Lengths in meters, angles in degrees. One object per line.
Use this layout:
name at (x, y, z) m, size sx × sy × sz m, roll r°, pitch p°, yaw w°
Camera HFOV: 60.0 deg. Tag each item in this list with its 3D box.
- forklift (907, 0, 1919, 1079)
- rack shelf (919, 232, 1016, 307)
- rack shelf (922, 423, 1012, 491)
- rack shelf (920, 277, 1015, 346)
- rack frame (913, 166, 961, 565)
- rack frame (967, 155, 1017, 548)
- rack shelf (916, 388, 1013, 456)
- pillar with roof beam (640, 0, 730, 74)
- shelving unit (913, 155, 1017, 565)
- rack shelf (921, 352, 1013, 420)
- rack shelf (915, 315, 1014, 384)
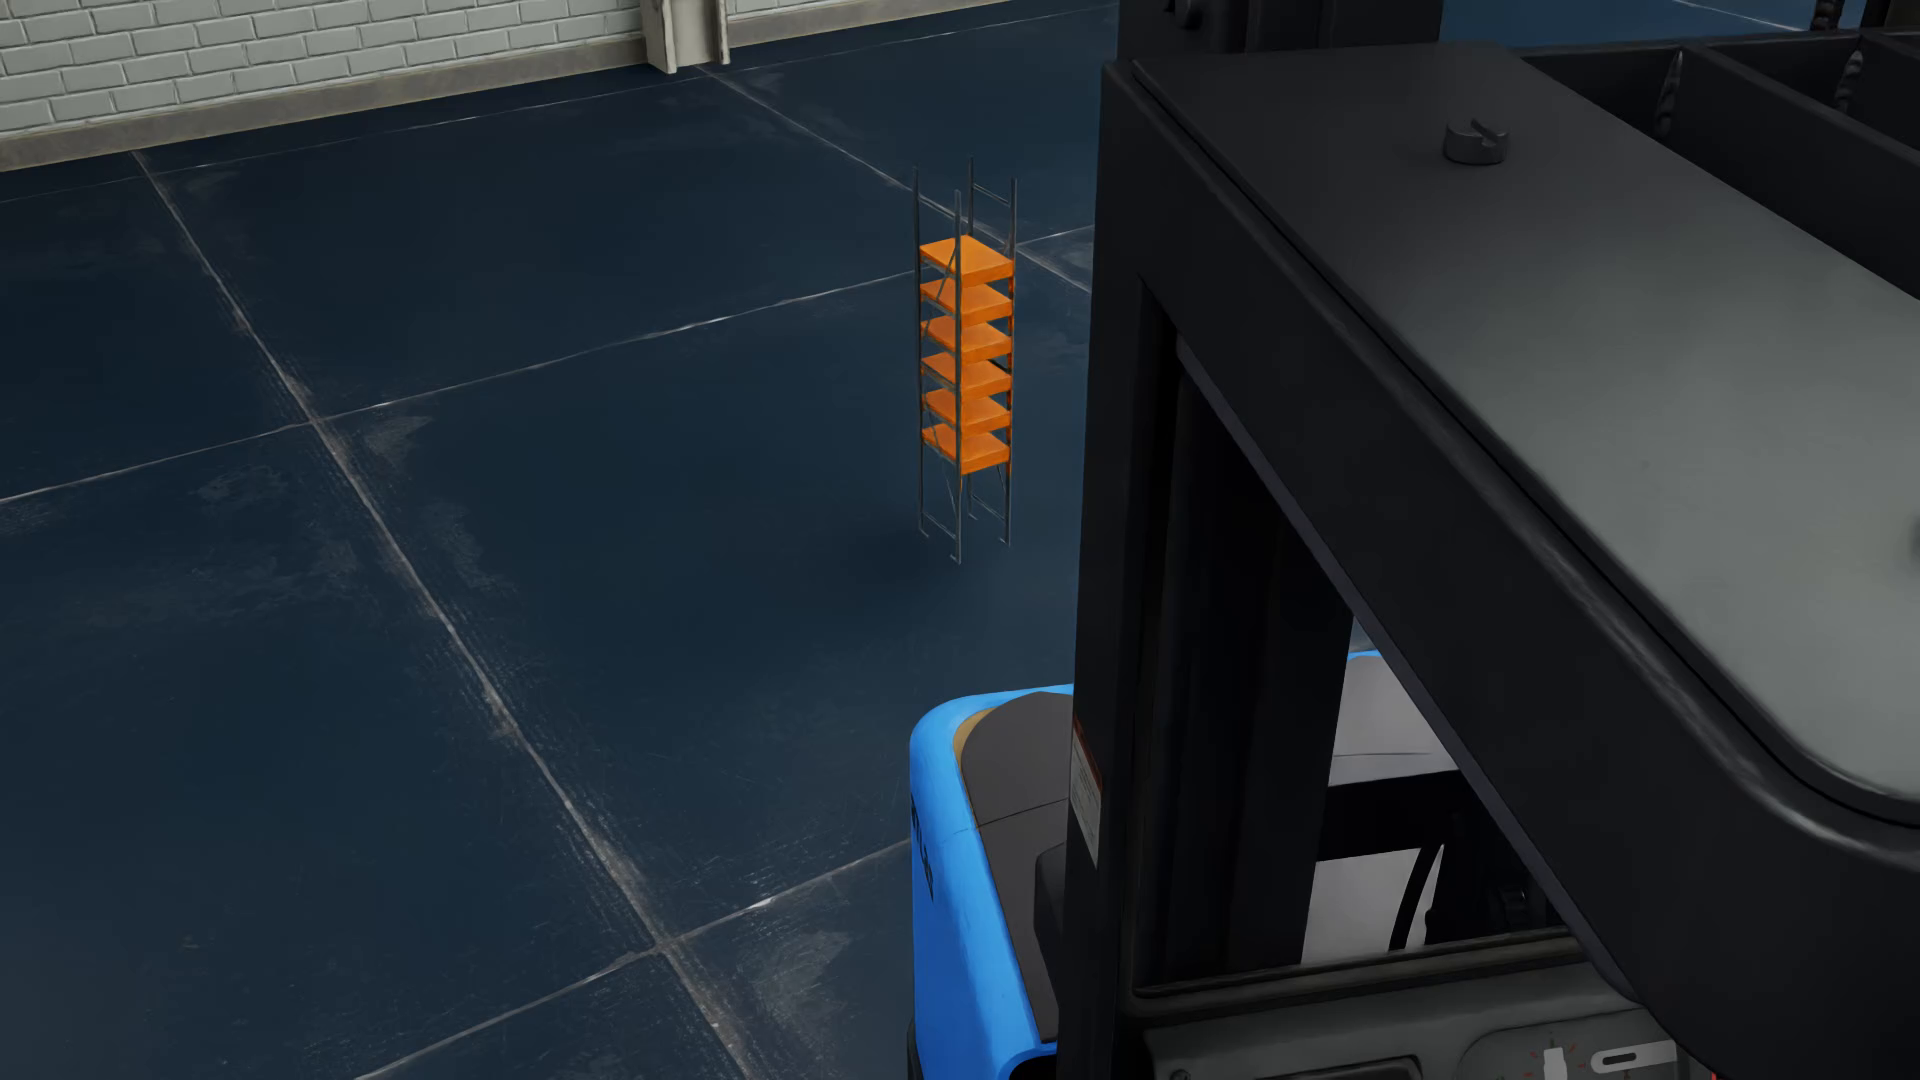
forklift at (0.681, 0.663, 1.452) m, size 1.130 × 2.935 × 3.031 m, roll -6°, pitch 33°, yaw -9°
rack shelf at (0.012, -0.779, 4.768) m, size 0.180 × 0.103 × 0.258 m, roll -19°, pitch 37°, yaw -27°
rack shelf at (0.012, -0.271, 5.088) m, size 0.180 × 0.103 × 0.258 m, roll -19°, pitch 37°, yaw -27°
rack shelf at (0.012, -0.677, 4.832) m, size 0.180 × 0.103 × 0.258 m, roll -19°, pitch 37°, yaw -27°
rack frame at (-0.065, -0.485, 4.895) m, size 0.006 × 1.200 × 0.240 m, roll -19°, pitch 37°, yaw -27°
rack frame at (0.089, -0.538, 4.978) m, size 0.006 × 1.200 × 0.240 m, roll -19°, pitch 37°, yaw -27°
rack shelf at (0.012, -0.373, 5.024) m, size 0.180 × 0.103 × 0.258 m, roll -19°, pitch 37°, yaw -27°
pillar with roof beam at (0.756, -4.649, 4.186) m, size 0.400 × 9.000 × 9.100 m, roll -19°, pitch 37°, yaw -27°
shelving unit at (0.012, -0.512, 4.937) m, size 0.189 × 1.200 × 0.258 m, roll -19°, pitch 37°, yaw -27°
rack shelf at (0.012, -0.474, 4.960) m, size 0.180 × 0.103 × 0.258 m, roll -19°, pitch 37°, yaw -27°
rack shelf at (0.012, -0.576, 4.896) m, size 0.180 × 0.103 × 0.258 m, roll -19°, pitch 37°, yaw -27°
